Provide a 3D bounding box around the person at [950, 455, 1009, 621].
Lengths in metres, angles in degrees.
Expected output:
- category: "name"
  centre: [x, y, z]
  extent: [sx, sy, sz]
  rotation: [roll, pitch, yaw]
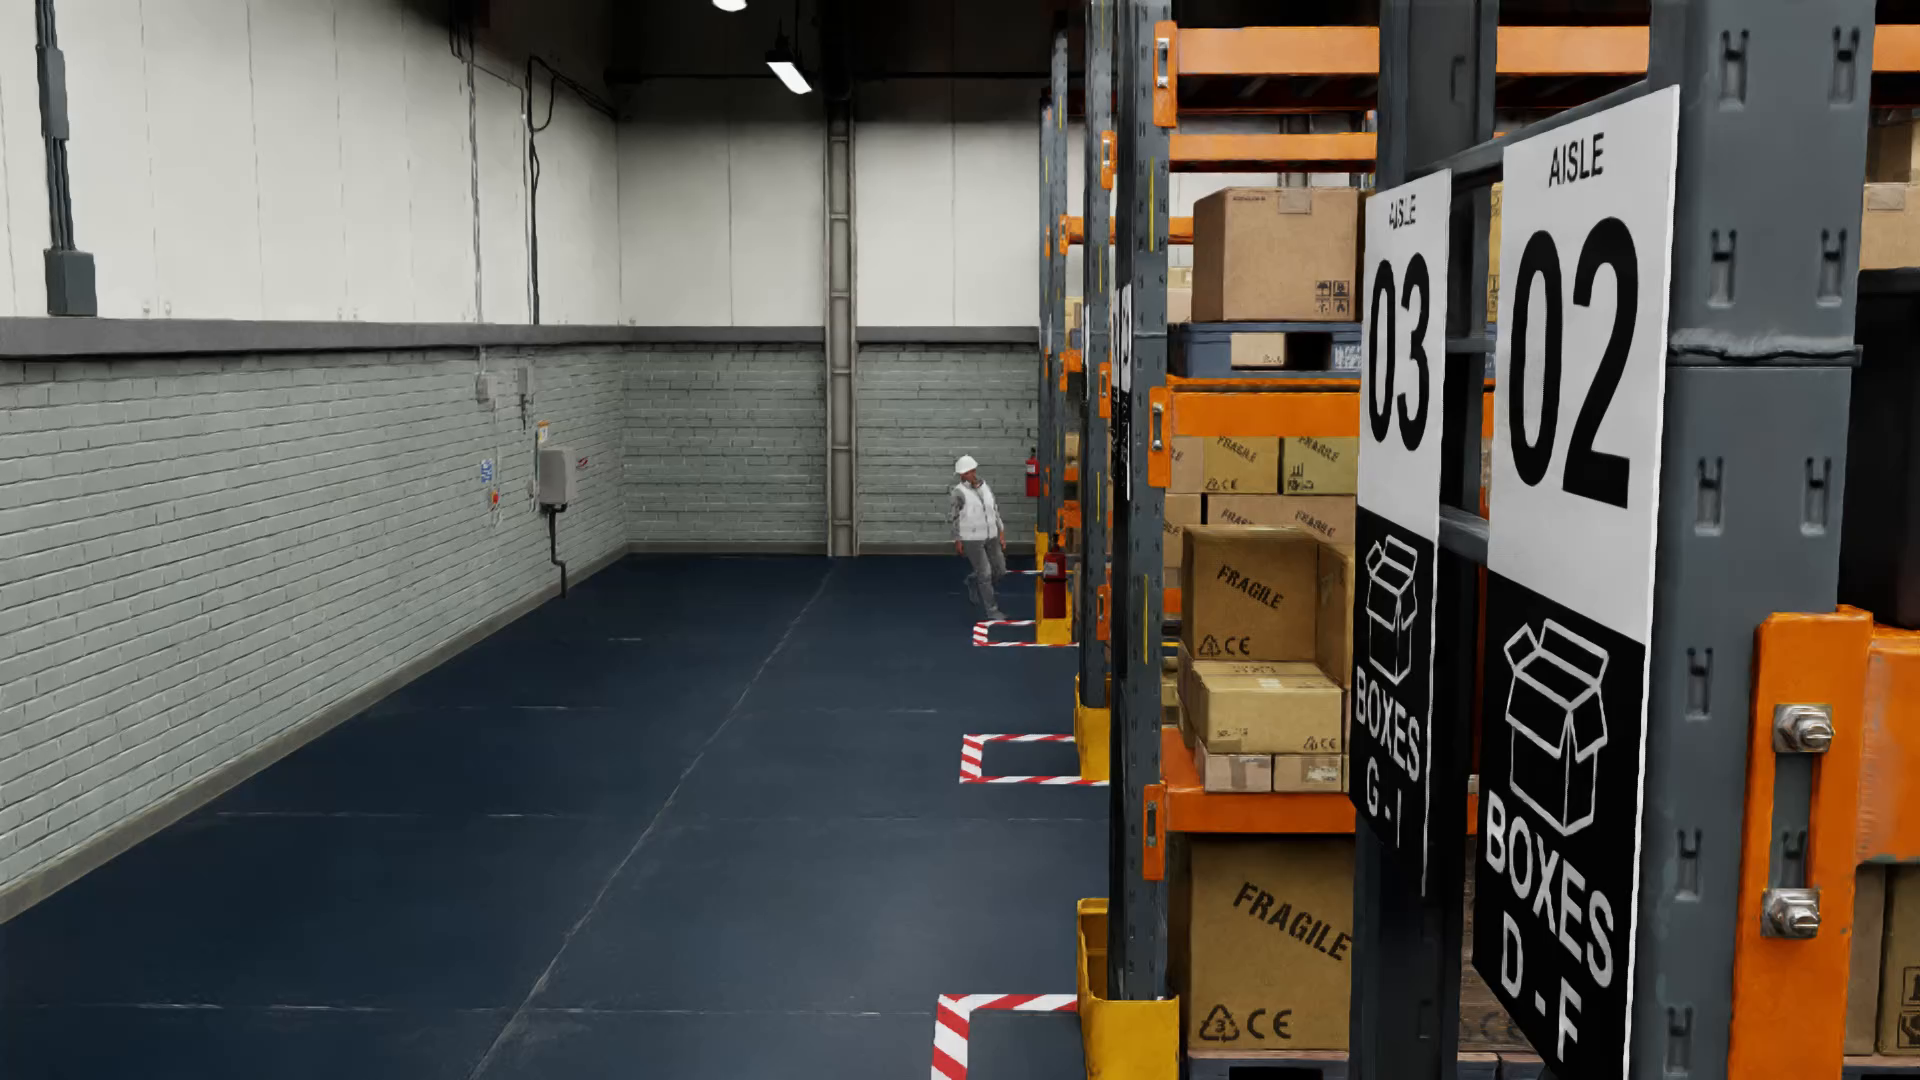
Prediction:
- category: "person"
  centre: [0.175, -0.026, 17.488]
  extent: [0.592, 1.737, 0.690]
  rotation: [-6, 9, -39]
